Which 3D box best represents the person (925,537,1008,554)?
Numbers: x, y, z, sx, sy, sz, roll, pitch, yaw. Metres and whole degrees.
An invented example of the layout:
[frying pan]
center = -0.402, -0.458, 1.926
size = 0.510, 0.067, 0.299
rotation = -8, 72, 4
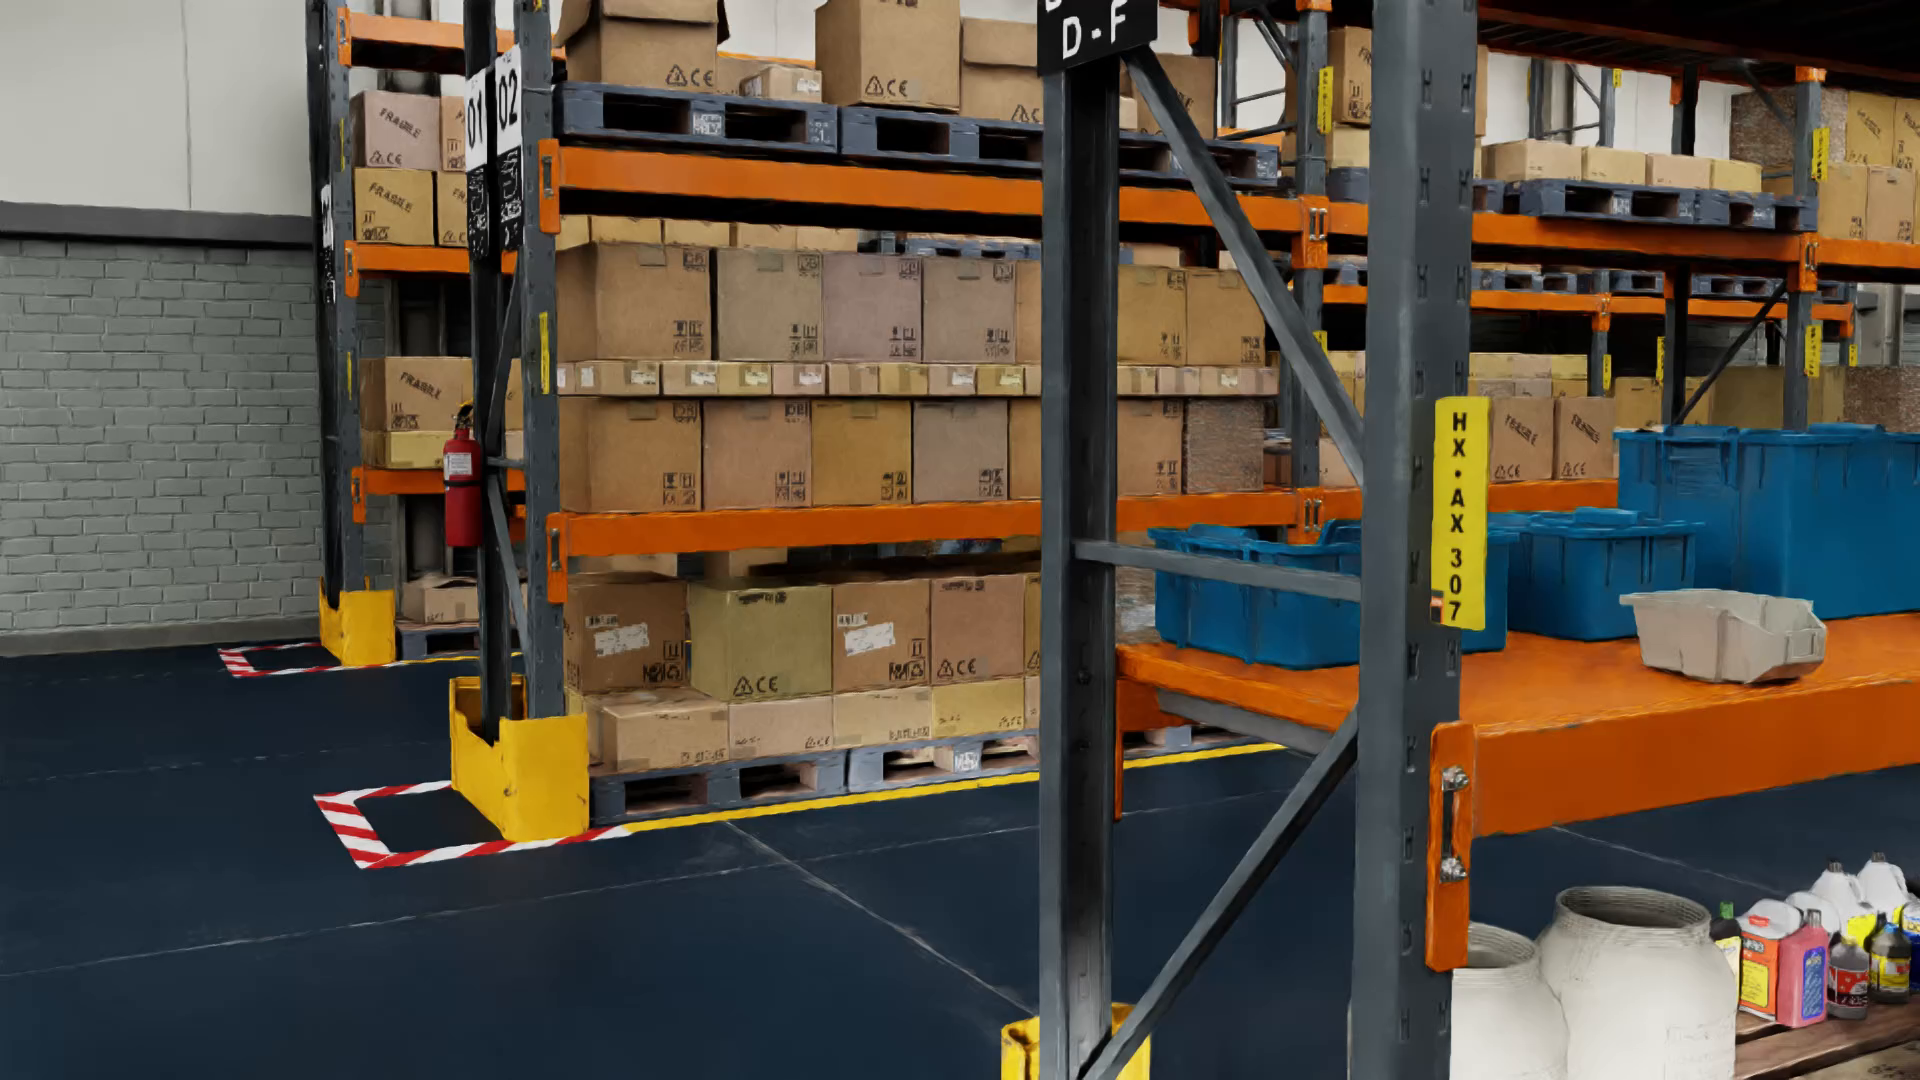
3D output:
[person]
center = 0.084, -0.002, 10.855
size = 0.756, 1.730, 0.503
rotation = 4, 6, 37
